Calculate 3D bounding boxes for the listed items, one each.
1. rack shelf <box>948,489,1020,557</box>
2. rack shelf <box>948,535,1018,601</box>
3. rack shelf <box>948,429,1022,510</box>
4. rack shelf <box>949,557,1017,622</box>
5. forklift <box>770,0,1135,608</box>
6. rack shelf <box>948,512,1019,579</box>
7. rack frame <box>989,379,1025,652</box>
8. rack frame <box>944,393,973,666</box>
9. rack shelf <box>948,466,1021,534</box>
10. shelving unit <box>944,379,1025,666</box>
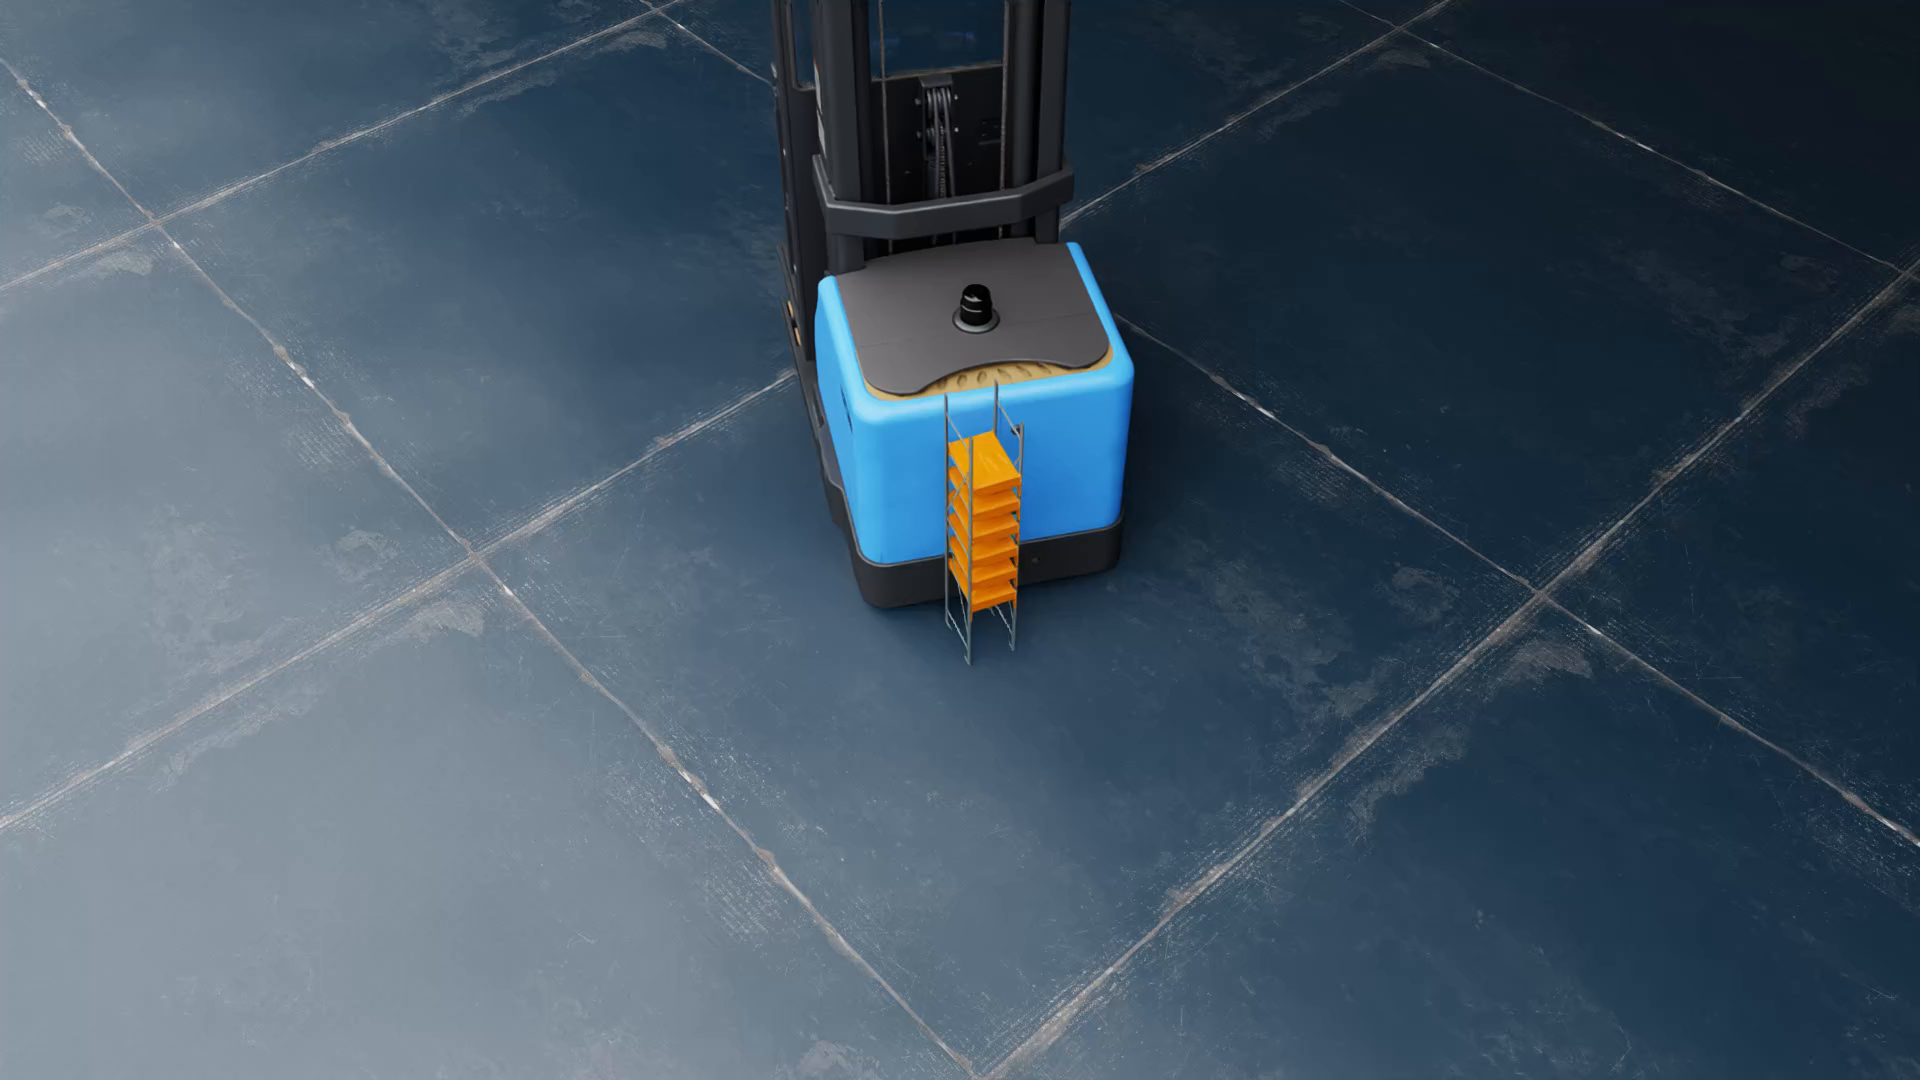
[{"bbox_3d":[0.078,-0.083,5.906,0.180,0.103,0.258,-17,50,-15],"label":"rack shelf"},{"bbox_3d":[0.078,0.078,6.084,0.180,0.103,0.258,-17,50,-15],"label":"rack shelf"},{"bbox_3d":[0.079,-0.245,5.729,0.180,0.103,0.258,-17,50,-15],"label":"rack shelf"},{"bbox_3d":[0.077,0.159,6.172,0.180,0.103,0.258,-17,50,-15],"label":"rack shelf"},{"bbox_3d":[-0.192,-1.839,6.452,1.130,2.935,3.031,-10,48,-9],"label":"forklift"},{"bbox_3d":[0.078,-0.002,5.995,0.180,0.103,0.258,-17,50,-15],"label":"rack shelf"},{"bbox_3d":[0.163,-0.058,5.986,0.006,1.200,0.240,-17,50,-15],"label":"rack frame"},{"bbox_3d":[-0.007,-0.007,5.939,0.006,1.200,0.240,-17,50,-15],"label":"rack frame"},{"bbox_3d":[0.079,-0.164,5.817,0.180,0.103,0.258,-17,50,-15],"label":"rack shelf"},{"bbox_3d":[0.078,-0.032,5.962,0.189,1.200,0.258,-17,50,-15],"label":"shelving unit"}]
